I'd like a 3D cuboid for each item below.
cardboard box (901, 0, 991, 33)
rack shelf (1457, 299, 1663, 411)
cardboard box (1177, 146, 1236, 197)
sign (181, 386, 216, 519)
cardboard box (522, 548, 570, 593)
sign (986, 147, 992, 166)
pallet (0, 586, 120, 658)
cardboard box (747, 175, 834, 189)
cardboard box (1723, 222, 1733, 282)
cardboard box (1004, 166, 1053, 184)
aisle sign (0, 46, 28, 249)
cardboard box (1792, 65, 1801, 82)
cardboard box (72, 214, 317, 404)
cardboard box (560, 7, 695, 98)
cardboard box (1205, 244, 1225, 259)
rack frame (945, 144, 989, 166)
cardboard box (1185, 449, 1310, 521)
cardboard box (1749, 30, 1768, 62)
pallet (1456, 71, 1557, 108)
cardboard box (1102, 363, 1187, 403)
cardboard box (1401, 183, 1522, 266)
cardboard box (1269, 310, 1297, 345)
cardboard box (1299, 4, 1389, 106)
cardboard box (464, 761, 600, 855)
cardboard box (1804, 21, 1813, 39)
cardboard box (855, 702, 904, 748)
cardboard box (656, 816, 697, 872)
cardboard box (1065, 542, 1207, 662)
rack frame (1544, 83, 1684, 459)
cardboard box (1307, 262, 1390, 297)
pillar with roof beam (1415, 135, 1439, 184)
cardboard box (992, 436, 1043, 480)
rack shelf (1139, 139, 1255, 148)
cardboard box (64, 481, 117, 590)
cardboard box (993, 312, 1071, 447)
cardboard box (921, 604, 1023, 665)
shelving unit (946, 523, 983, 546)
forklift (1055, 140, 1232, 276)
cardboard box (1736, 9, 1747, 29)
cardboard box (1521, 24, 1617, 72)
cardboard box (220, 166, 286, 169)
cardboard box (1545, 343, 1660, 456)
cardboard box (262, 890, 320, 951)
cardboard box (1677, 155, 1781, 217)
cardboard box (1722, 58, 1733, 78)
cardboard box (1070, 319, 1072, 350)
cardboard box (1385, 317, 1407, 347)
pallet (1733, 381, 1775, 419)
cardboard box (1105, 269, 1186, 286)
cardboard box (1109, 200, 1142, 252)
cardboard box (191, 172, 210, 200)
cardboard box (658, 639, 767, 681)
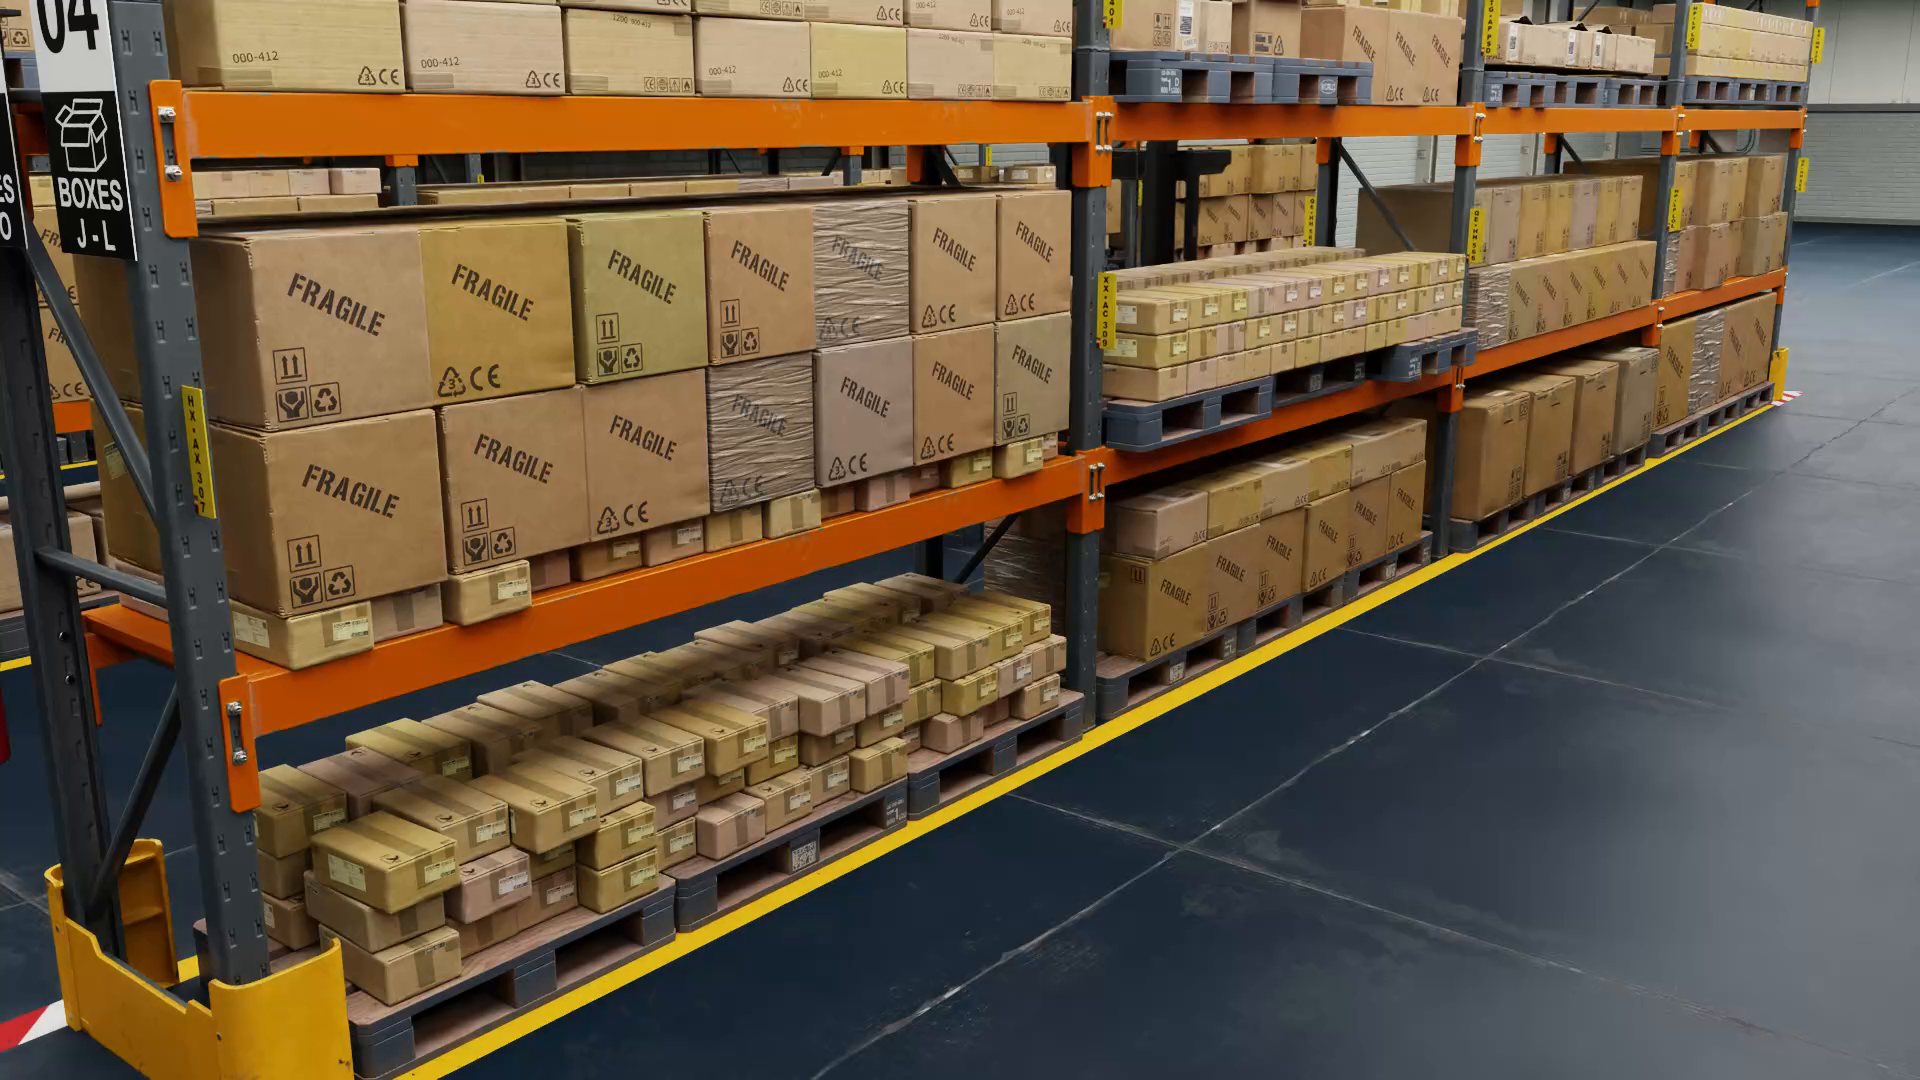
[{"bbox_3d":[-0.228,-2.046,6.280,0.500,0.250,0.500,10,18,35],"label":"cardboard box"},{"bbox_3d":[3.971,-1.448,12.192,1.077,0.370,4.000,11,18,38],"label":"rack shelf"},{"bbox_3d":[2.434,-3.841,17.312,0.700,0.500,0.500,11,18,36],"label":"cardboard box"},{"bbox_3d":[-1.892,-0.217,4.128,0.100,0.325,0.005,11,18,38],"label":"sign"},{"bbox_3d":[-1.460,0.059,5.307,0.380,0.149,0.250,12,19,40],"label":"cardboard box"},{"bbox_3d":[0.379,-5.049,22.074,0.100,0.325,0.005,11,18,38],"label":"sign"},{"bbox_3d":[-5.019,0.325,9.414,1.003,0.211,1.213,11,18,38],"label":"pallet"},{"bbox_3d":[-1.321,-2.554,12.851,0.500,0.500,0.500,11,18,36],"label":"cardboard box"},{"bbox_3d":[6.465,-2.636,15.103,0.875,0.550,0.500,11,18,38],"label":"cardboard box"},{"bbox_3d":[0.623,-3.324,15.136,0.380,0.149,0.250,10,18,35],"label":"cardboard box"},{"bbox_3d":[-2.593,-1.174,4.373,0.394,0.787,0.004,11,18,38],"label":"aisle sign"},{"bbox_3d":[7.638,-4.366,15.578,0.380,0.149,0.250,11,18,38],"label":"cardboard box"},{"bbox_3d":[-2.220,-0.685,4.890,0.500,0.500,0.500,11,18,36],"label":"cardboard box"},{"bbox_3d":[-1.185,-1.510,5.188,0.500,0.250,0.500,11,18,36],"label":"cardboard box"},{"bbox_3d":[2.573,-3.059,17.582,0.380,0.149,0.250,11,18,38],"label":"cardboard box"},{"bbox_3d":[-0.035,-4.460,22.587,1.000,3.000,0.127,11,18,38],"label":"rack frame"},{"bbox_3d":[1.527,-0.303,8.925,0.500,0.250,0.500,12,19,40],"label":"cardboard box"},{"bbox_3d":[6.704,-4.298,14.502,0.500,0.250,0.500,11,18,38],"label":"cardboard box"},{"bbox_3d":[3.078,-2.908,10.768,1.213,0.211,1.003,12,19,40],"label":"pallet"},{"bbox_3d":[0.806,-0.734,7.577,0.380,0.149,0.250,10,17,35],"label":"cardboard box"},{"bbox_3d":[3.321,-2.128,11.175,0.700,0.500,0.500,11,18,37],"label":"cardboard box"},{"bbox_3d":[1.459,-1.079,8.332,0.380,0.149,0.250,12,19,40],"label":"cardboard box"},{"bbox_3d":[1.931,-2.575,8.870,0.500,0.500,0.500,11,18,38],"label":"cardboard box"},{"bbox_3d":[-1.383,0.861,5.372,0.380,0.149,0.250,11,18,37],"label":"cardboard box"},{"bbox_3d":[7.795,-4.799,15.666,0.380,0.149,0.250,11,18,38],"label":"cardboard box"},{"bbox_3d":[-0.445,0.688,6.655,0.380,0.149,0.250,12,18,39],"label":"cardboard box"},{"bbox_3d":[-1.152,1.039,5.879,0.380,0.149,0.250,11,18,38],"label":"cardboard box"},{"bbox_3d":[0.871,0.260,8.232,0.500,0.500,0.500,12,19,40],"label":"cardboard box"},{"bbox_3d":[5.228,-2.180,13.611,1.000,3.000,0.127,11,18,38],"label":"rack frame"},{"bbox_3d":[2.117,-1.424,9.086,0.380,0.149,0.250,11,18,38],"label":"cardboard box"},{"bbox_3d":[13.488,-10.155,32.819,9.100,9.000,0.400,11,18,38],"label":"pillar with roof beam"},{"bbox_3d":[0.126,-0.369,6.993,0.380,0.149,0.250,11,18,36],"label":"cardboard box"},{"bbox_3d":[2.572,-4.415,17.778,1.077,0.370,4.000,11,18,38],"label":"rack shelf"},{"bbox_3d":[-4.754,-0.081,9.700,0.875,0.438,0.875,11,18,36],"label":"cardboard box"},{"bbox_3d":[0.116,-0.704,6.995,0.500,0.500,0.500,11,18,38],"label":"cardboard box"},{"bbox_3d":[0.049,0.406,7.163,0.380,0.149,0.250,12,18,38],"label":"cardboard box"},{"bbox_3d":[-0.005,-0.435,11.006,0.258,0.900,0.210,11,18,38],"label":"shelving unit"},{"bbox_3d":[1.433,-2.017,13.110,1.130,2.935,3.031,8,16,30],"label":"forklift"},{"bbox_3d":[6.361,-4.363,13.948,0.380,0.149,0.250,12,18,38],"label":"cardboard box"},{"bbox_3d":[4.298,-3.473,11.734,0.500,0.311,0.500,10,18,36],"label":"cardboard box"},{"bbox_3d":[-4.262,-2.170,10.022,0.380,0.149,0.250,12,18,38],"label":"cardboard box"},{"bbox_3d":[4.908,-1.160,13.314,1.050,0.750,0.750,11,18,37],"label":"cardboard box"},{"bbox_3d":[-2.145,1.163,5.388,0.380,0.149,0.250,12,18,38],"label":"cardboard box"},{"bbox_3d":[7.205,-3.357,15.749,0.875,0.550,0.550,11,18,38],"label":"cardboard box"},{"bbox_3d":[6.198,-3.926,13.849,0.380,0.149,0.250,11,18,37],"label":"cardboard box"},{"bbox_3d":[0.461,-1.031,8.143,0.380,0.149,0.250,11,18,38],"label":"cardboard box"},{"bbox_3d":[2.283,-1.186,9.357,0.380,0.149,0.250,11,18,37],"label":"cardboard box"},{"bbox_3d":[7.301,-1.429,16.320,1.003,0.211,1.213,11,18,38],"label":"pallet"},{"bbox_3d":[0.955,-1.323,8.686,0.380,0.149,0.250,11,18,36],"label":"cardboard box"},{"bbox_3d":[1.808,-3.160,16.664,0.500,0.500,0.500,11,18,37],"label":"cardboard box"},{"bbox_3d":[-4.348,-1.949,9.151,0.380,0.149,0.250,11,18,37],"label":"cardboard box"},{"bbox_3d":[-0.994,0.530,6.673,0.380,0.149,0.250,10,18,35],"label":"cardboard box"}]
